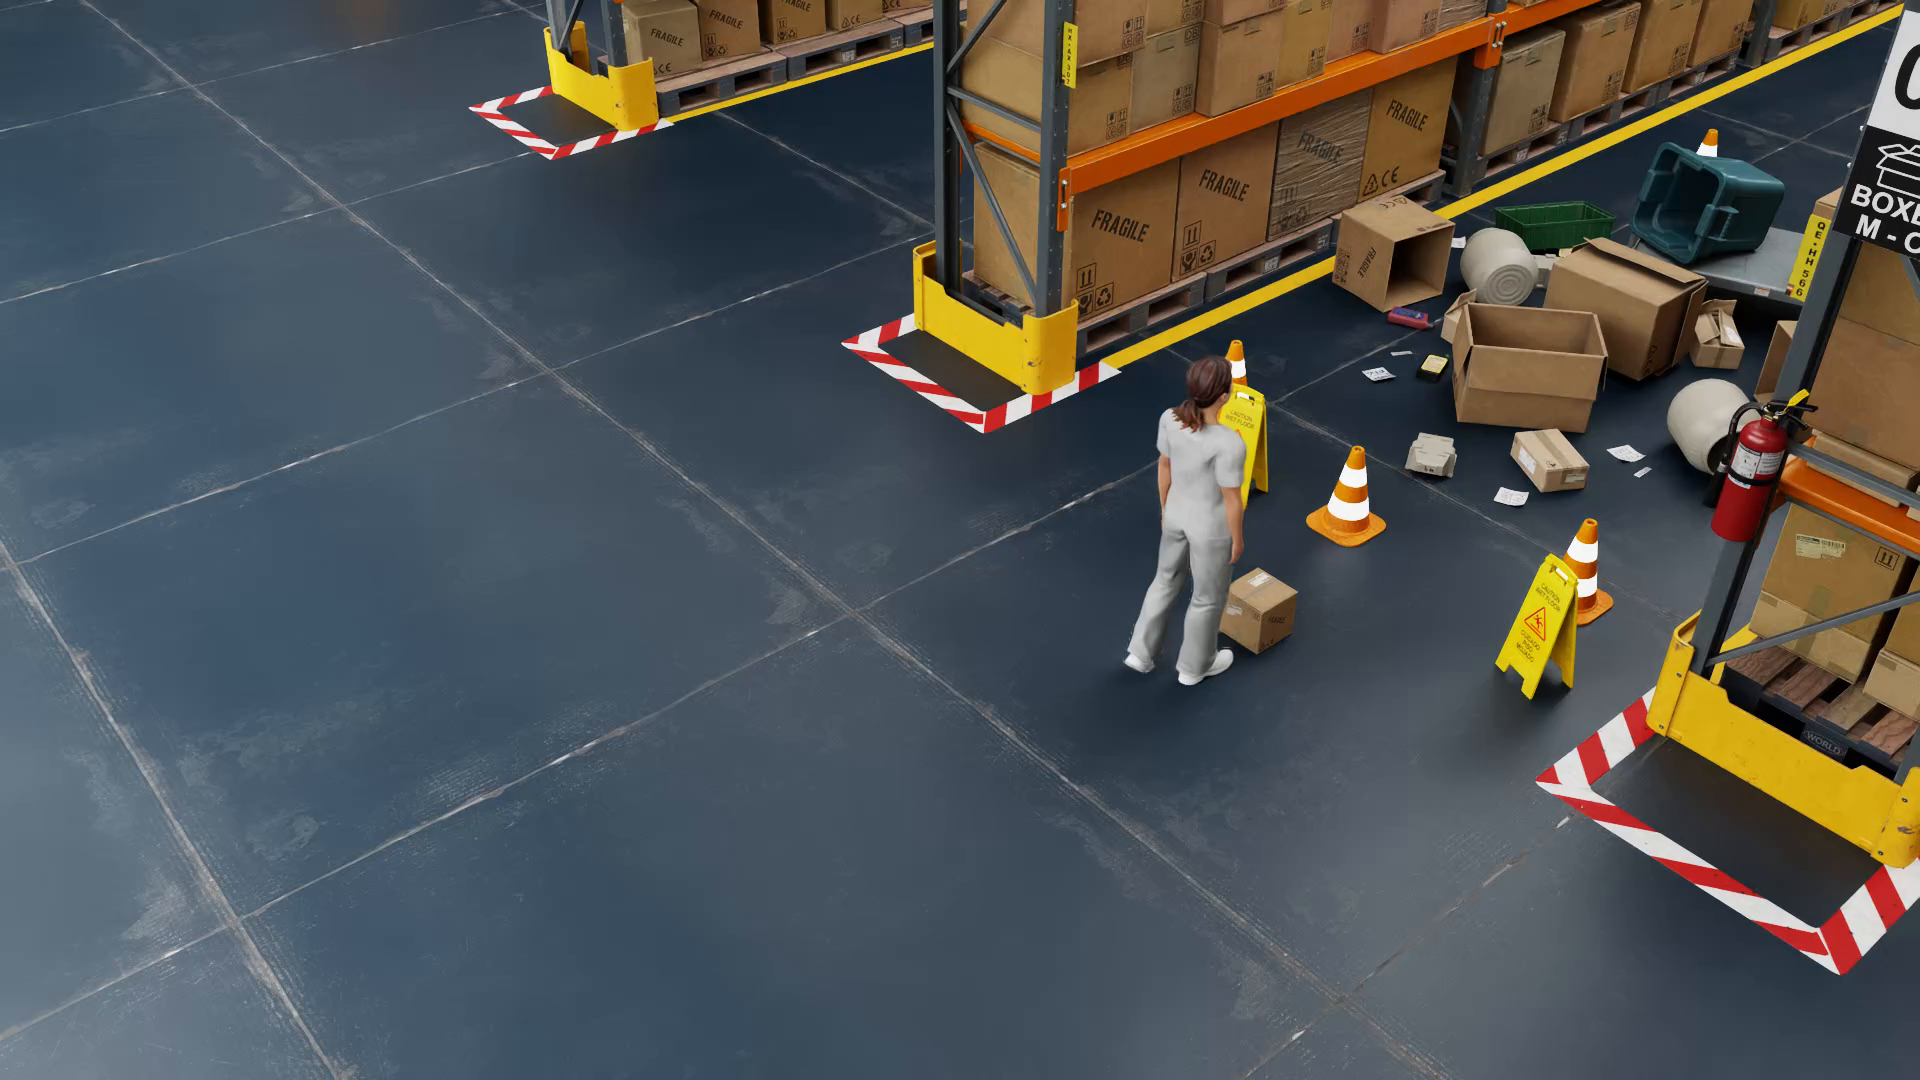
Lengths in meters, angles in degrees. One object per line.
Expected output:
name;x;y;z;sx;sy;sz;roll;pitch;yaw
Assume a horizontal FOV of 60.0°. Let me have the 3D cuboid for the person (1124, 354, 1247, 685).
person;1.034;-0.031;7.191;0.467;1.750;0.446;-26;43;-31
